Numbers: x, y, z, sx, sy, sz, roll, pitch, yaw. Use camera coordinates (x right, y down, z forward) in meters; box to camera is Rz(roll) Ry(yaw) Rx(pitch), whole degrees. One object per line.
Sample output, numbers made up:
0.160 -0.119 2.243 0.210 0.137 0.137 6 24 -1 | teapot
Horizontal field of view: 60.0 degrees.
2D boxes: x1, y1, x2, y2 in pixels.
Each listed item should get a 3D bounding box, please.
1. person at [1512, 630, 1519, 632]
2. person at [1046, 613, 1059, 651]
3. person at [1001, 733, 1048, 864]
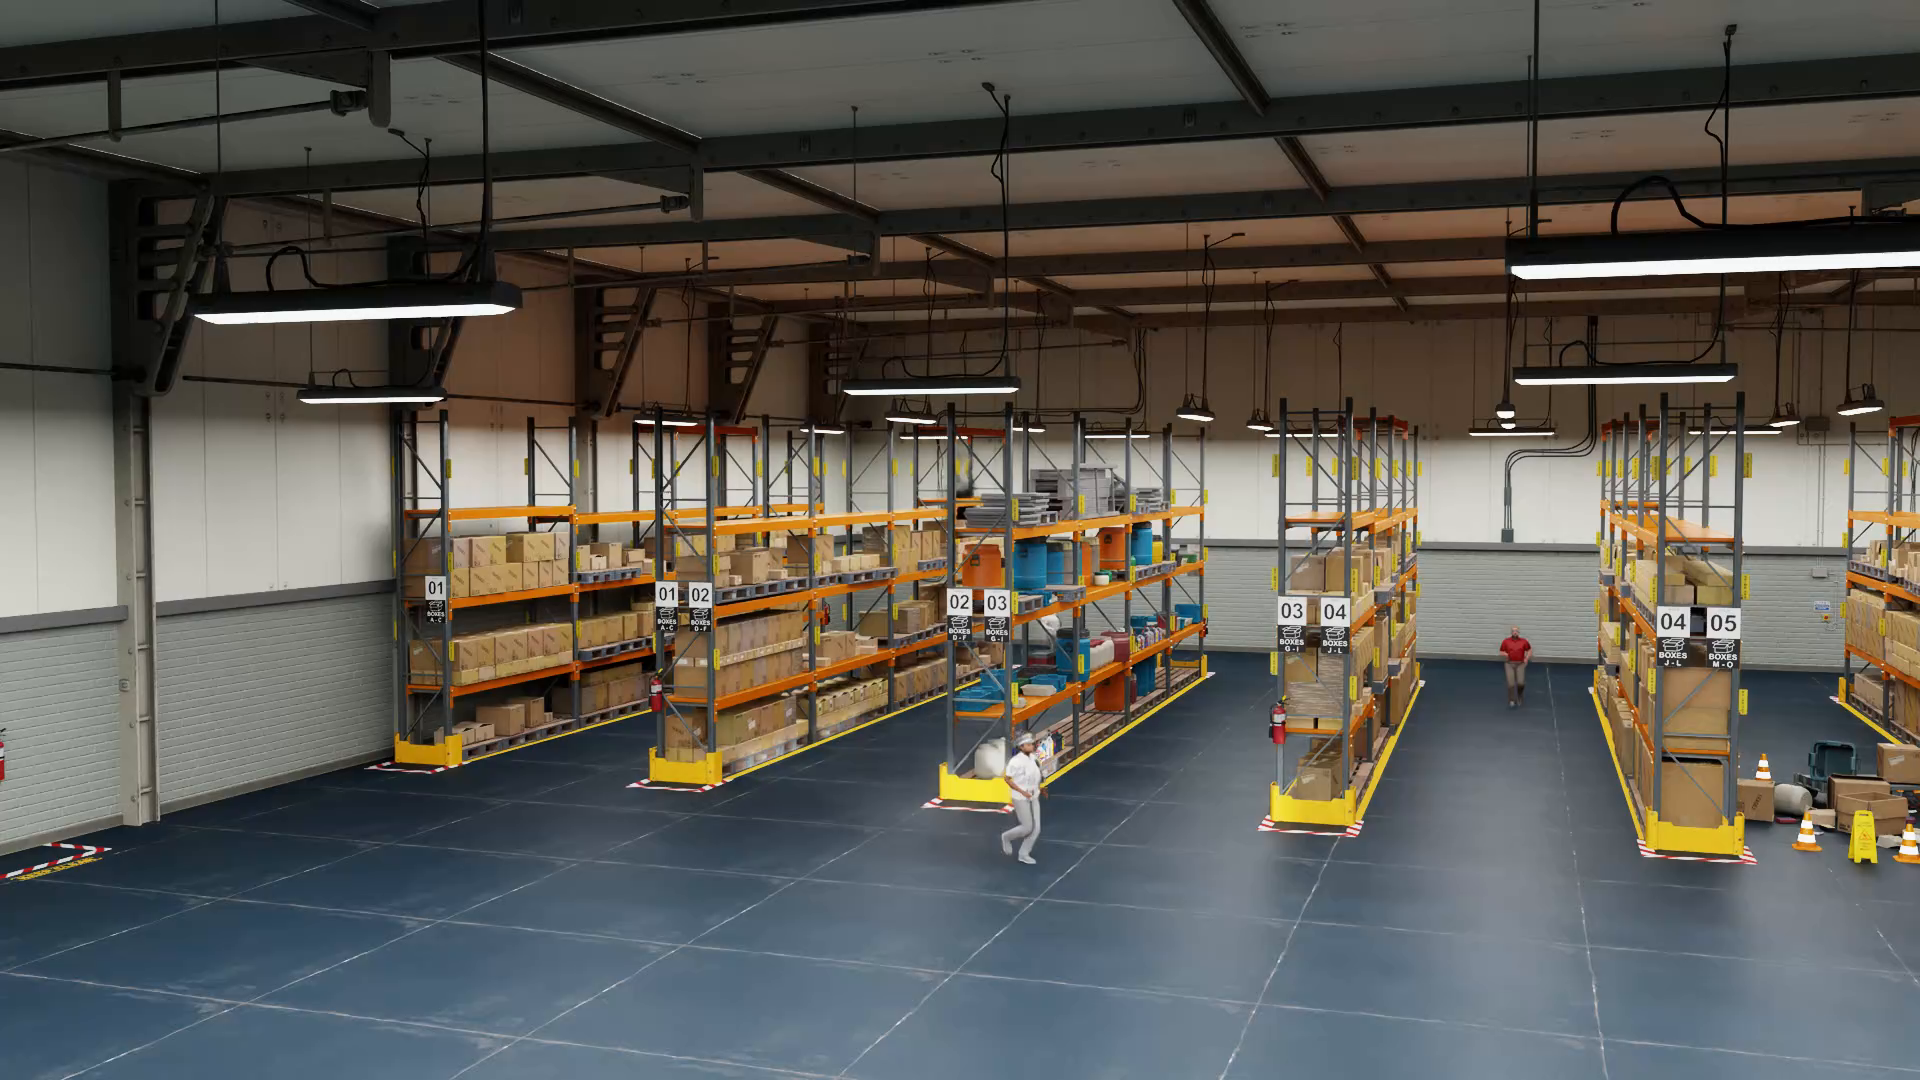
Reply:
11.612 1.903 34.785 0.159 0.052 0.152 1 3 20 | person
2.295 2.344 41.428 0.426 1.526 0.689 -1 3 -30 | person
0.810 3.265 21.133 0.549 1.655 0.564 2 3 43 | person
